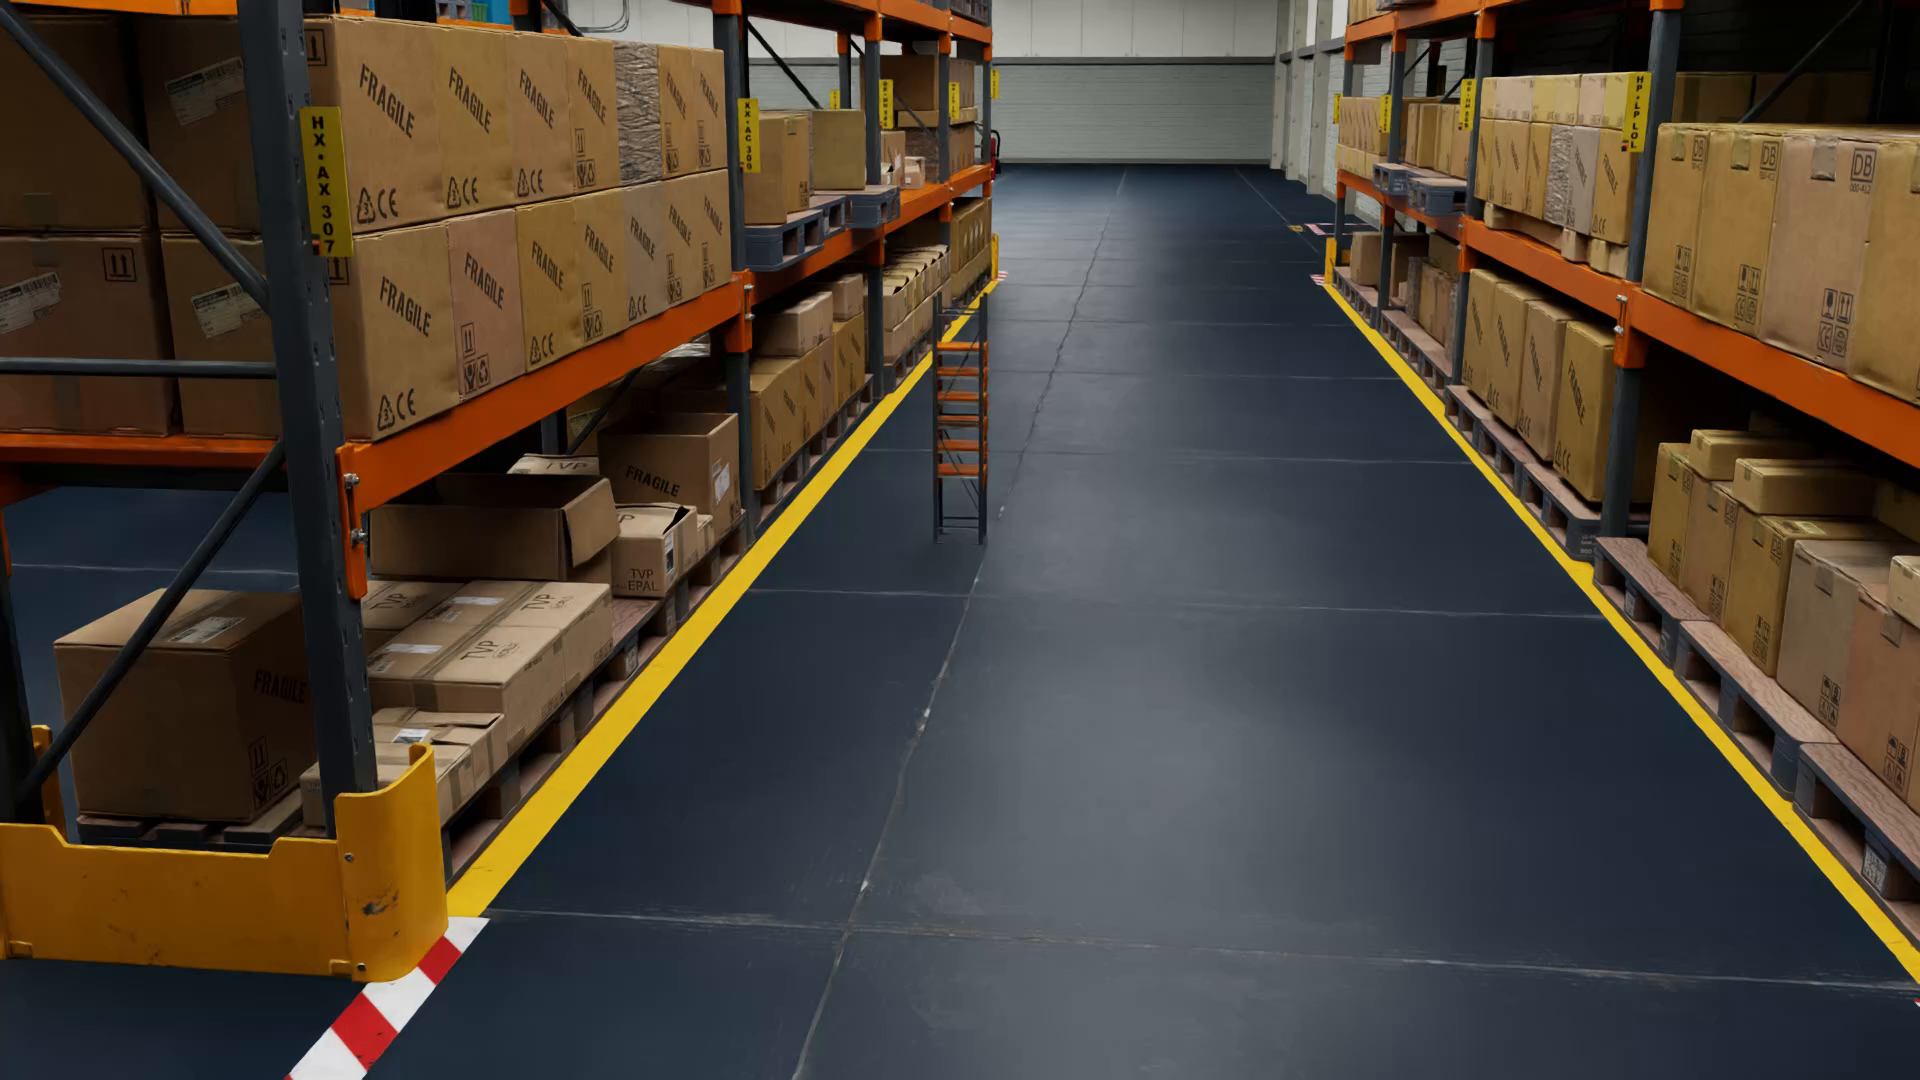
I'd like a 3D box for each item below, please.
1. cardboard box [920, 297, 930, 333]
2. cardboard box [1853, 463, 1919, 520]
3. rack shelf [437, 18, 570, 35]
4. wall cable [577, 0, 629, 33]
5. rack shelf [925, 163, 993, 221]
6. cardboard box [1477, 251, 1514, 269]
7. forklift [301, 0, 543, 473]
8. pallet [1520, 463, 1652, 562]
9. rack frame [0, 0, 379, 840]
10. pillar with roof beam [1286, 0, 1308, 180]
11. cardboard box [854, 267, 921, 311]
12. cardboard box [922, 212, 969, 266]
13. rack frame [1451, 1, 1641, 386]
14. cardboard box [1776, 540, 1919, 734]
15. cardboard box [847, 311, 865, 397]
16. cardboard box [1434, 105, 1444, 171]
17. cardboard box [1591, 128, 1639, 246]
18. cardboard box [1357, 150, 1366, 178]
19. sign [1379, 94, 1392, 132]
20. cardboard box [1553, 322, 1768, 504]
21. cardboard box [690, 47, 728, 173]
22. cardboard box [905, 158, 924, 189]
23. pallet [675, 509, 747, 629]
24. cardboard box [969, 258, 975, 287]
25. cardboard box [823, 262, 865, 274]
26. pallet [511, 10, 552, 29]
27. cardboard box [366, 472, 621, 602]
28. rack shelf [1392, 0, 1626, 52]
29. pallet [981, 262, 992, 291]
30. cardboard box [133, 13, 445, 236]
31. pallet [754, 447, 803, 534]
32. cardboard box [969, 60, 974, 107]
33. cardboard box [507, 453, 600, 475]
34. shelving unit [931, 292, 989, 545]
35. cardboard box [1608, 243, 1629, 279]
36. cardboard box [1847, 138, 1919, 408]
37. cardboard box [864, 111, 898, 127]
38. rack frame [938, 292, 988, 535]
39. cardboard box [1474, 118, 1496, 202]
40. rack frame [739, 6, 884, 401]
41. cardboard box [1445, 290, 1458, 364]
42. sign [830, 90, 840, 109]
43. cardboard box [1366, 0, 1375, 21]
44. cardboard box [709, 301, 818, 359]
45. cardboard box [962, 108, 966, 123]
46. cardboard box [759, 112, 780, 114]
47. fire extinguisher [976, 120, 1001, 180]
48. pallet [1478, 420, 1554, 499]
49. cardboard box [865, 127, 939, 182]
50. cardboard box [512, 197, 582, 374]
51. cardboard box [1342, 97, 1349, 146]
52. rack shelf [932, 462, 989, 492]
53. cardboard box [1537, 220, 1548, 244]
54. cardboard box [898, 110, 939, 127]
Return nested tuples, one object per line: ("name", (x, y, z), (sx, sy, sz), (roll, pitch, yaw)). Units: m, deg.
("cardboard box", (-0.531, -1.869, 13.791), (0.500, 0.250, 0.500), (2, 15, 7))
("cardboard box", (3.334, -0.165, 5.768), (0.380, 0.149, 0.250), (2, 15, 7))
("rack shelf", (-5.293, -5.272, 17.543), (1.077, 0.370, 4.000), (2, 15, 6))
("wall cable", (-11.279, -17.879, 50.526), (2.305, 6.003, 0.169), (2, 15, 6))
("rack shelf", (-0.371, -3.677, 17.392), (1.077, 0.370, 4.000), (2, 15, 6))
("cardboard box", (4.030, -2.025, 12.414), (0.500, 0.250, 0.500), (2, 15, 7))
("forklift", (-3.826, -1.970, 9.834), (3.031, 2.935, 1.130), (8, 17, 28))
("pallet", (3.435, -0.142, 8.282), (1.003, 0.211, 1.213), (2, 15, 6))
("rack frame", (-1.951, -0.393, 3.869), (1.000, 3.000, 0.127), (2, 15, 6))
("pillar with roof beam", (3.988, -13.438, 40.620), (9.100, 9.000, 0.400), (2, 15, 6))
("cardboard box", (-0.587, -2.010, 13.238), (0.500, 0.311, 0.500), (1, 15, 5))
("cardboard box", (-0.185, -2.984, 16.477), (0.500, 0.500, 0.500), (2, 15, 6))
("rack frame", (3.874, -2.323, 11.007), (1.000, 3.000, 0.127), (2, 15, 6))
("cardboard box", (3.064, 0.311, 5.250), (0.700, 0.500, 0.500), (1, 15, 4))
("cardboard box", (-0.921, -1.224, 10.889), (0.500, 0.500, 0.500), (2, 15, 8))
("cardboard box", (4.121, -3.174, 13.118), (0.700, 0.500, 0.500), (4, 16, 14))
("cardboard box", (3.224, -1.614, 7.586), (0.500, 0.500, 0.500), (1, 15, 5))
("cardboard box", (4.184, -3.689, 16.309), (0.500, 0.250, 0.500), (2, 15, 6))
("sign", (3.786, -3.792, 14.782), (0.100, 0.325, 0.005), (2, 15, 6))
("cardboard box", (3.367, -0.623, 8.033), (0.750, 0.750, 0.750), (2, 15, 7))
("cardboard box", (-1.299, -1.823, 7.049), (0.500, 0.500, 0.500), (2, 15, 7))
("cardboard box", (-0.514, -3.207, 14.534), (0.396, 0.266, 0.258), (1, 15, 5))
("pallet", (-1.578, 0.094, 7.411), (1.003, 0.211, 1.213), (2, 15, 6))
("cardboard box", (-0.120, -2.751, 17.053), (0.500, 0.250, 0.500), (2, 15, 6))
("cardboard box", (-1.063, -2.153, 13.766), (0.500, 0.311, 0.500), (2, 15, 8))
("pallet", (-5.257, -5.835, 18.609), (1.003, 0.211, 1.213), (2, 15, 6))
("cardboard box", (-1.707, 0.050, 6.172), (0.797, 0.503, 0.637), (2, 15, 6))
("rack shelf", (4.100, -3.943, 12.627), (1.077, 0.370, 4.000), (2, 15, 6))
("pallet", (-0.190, -2.997, 18.842), (1.003, 0.211, 1.213), (2, 15, 6))
("cardboard box", (-1.639, -1.031, 4.123), (0.500, 0.500, 0.500), (2, 15, 8))
("pallet", (-1.445, -0.296, 8.854), (1.003, 0.211, 1.213), (2, 15, 6))
("cardboard box", (-0.217, -5.083, 18.537), (0.700, 0.500, 0.500), (2, 15, 6))
("cardboard box", (-1.762, -0.243, 7.621), (0.500, 0.311, 0.500), (2, 15, 6))
("shelving unit", (0.002, -0.583, 8.019), (0.258, 1.200, 0.189), (2, 15, 6))
("cardboard box", (3.180, -1.270, 7.555), (0.380, 0.149, 0.250), (2, 15, 7))
("cardboard box", (3.090, -0.715, 4.484), (0.980, 0.700, 0.700), (2, 15, 6))
("cardboard box", (-0.779, -3.944, 15.566), (0.380, 0.149, 0.250), (2, 15, 6))
("rack frame", (0.012, -0.607, 8.107), (0.240, 1.200, 0.006), (2, 15, 6))
("cardboard box", (3.565, -2.406, 10.514), (0.500, 0.500, 0.500), (2, 15, 8))
("rack frame", (-1.048, -2.468, 11.543), (1.000, 3.000, 0.127), (2, 15, 6))
("cardboard box", (3.904, -1.517, 11.972), (0.700, 0.500, 0.500), (2, 15, 7))
("sign", (-1.149, -3.978, 15.315), (0.100, 0.325, 0.005), (2, 15, 6))
("cardboard box", (4.301, -5.412, 16.453), (0.500, 0.500, 0.500), (3, 15, 10))
("cardboard box", (-1.090, -1.176, 9.274), (0.500, 0.250, 0.500), (2, 15, 6))
("cardboard box", (-0.144, -4.464, 17.489), (0.380, 0.149, 0.250), (2, 15, 8))
("cardboard box", (-1.362, -2.142, 9.340), (0.700, 0.500, 0.500), (-2, 15, -8))
("fire extinguisher", (0.329, -4.523, 19.289), (0.296, 0.674, 0.183), (2, 15, 6))
("pallet", (3.570, -0.459, 9.456), (1.003, 0.211, 1.213), (2, 15, 6))
("cardboard box", (-0.553, -3.669, 15.793), (0.700, 0.500, 0.500), (1, 15, 5))
("cardboard box", (-1.526, -0.813, 5.230), (0.500, 0.500, 0.500), (2, 15, 6))
("cardboard box", (4.359, -4.454, 17.701), (0.500, 0.500, 0.500), (2, 15, 6))
("rack shelf", (0.002, -0.308, 8.094), (0.258, 0.103, 0.180), (2, 15, 6))
("cardboard box", (3.445, -1.735, 9.274), (0.380, 0.149, 0.250), (2, 15, 7))
("cardboard box", (-0.374, -3.931, 15.518), (0.380, 0.149, 0.250), (2, 15, 6))
